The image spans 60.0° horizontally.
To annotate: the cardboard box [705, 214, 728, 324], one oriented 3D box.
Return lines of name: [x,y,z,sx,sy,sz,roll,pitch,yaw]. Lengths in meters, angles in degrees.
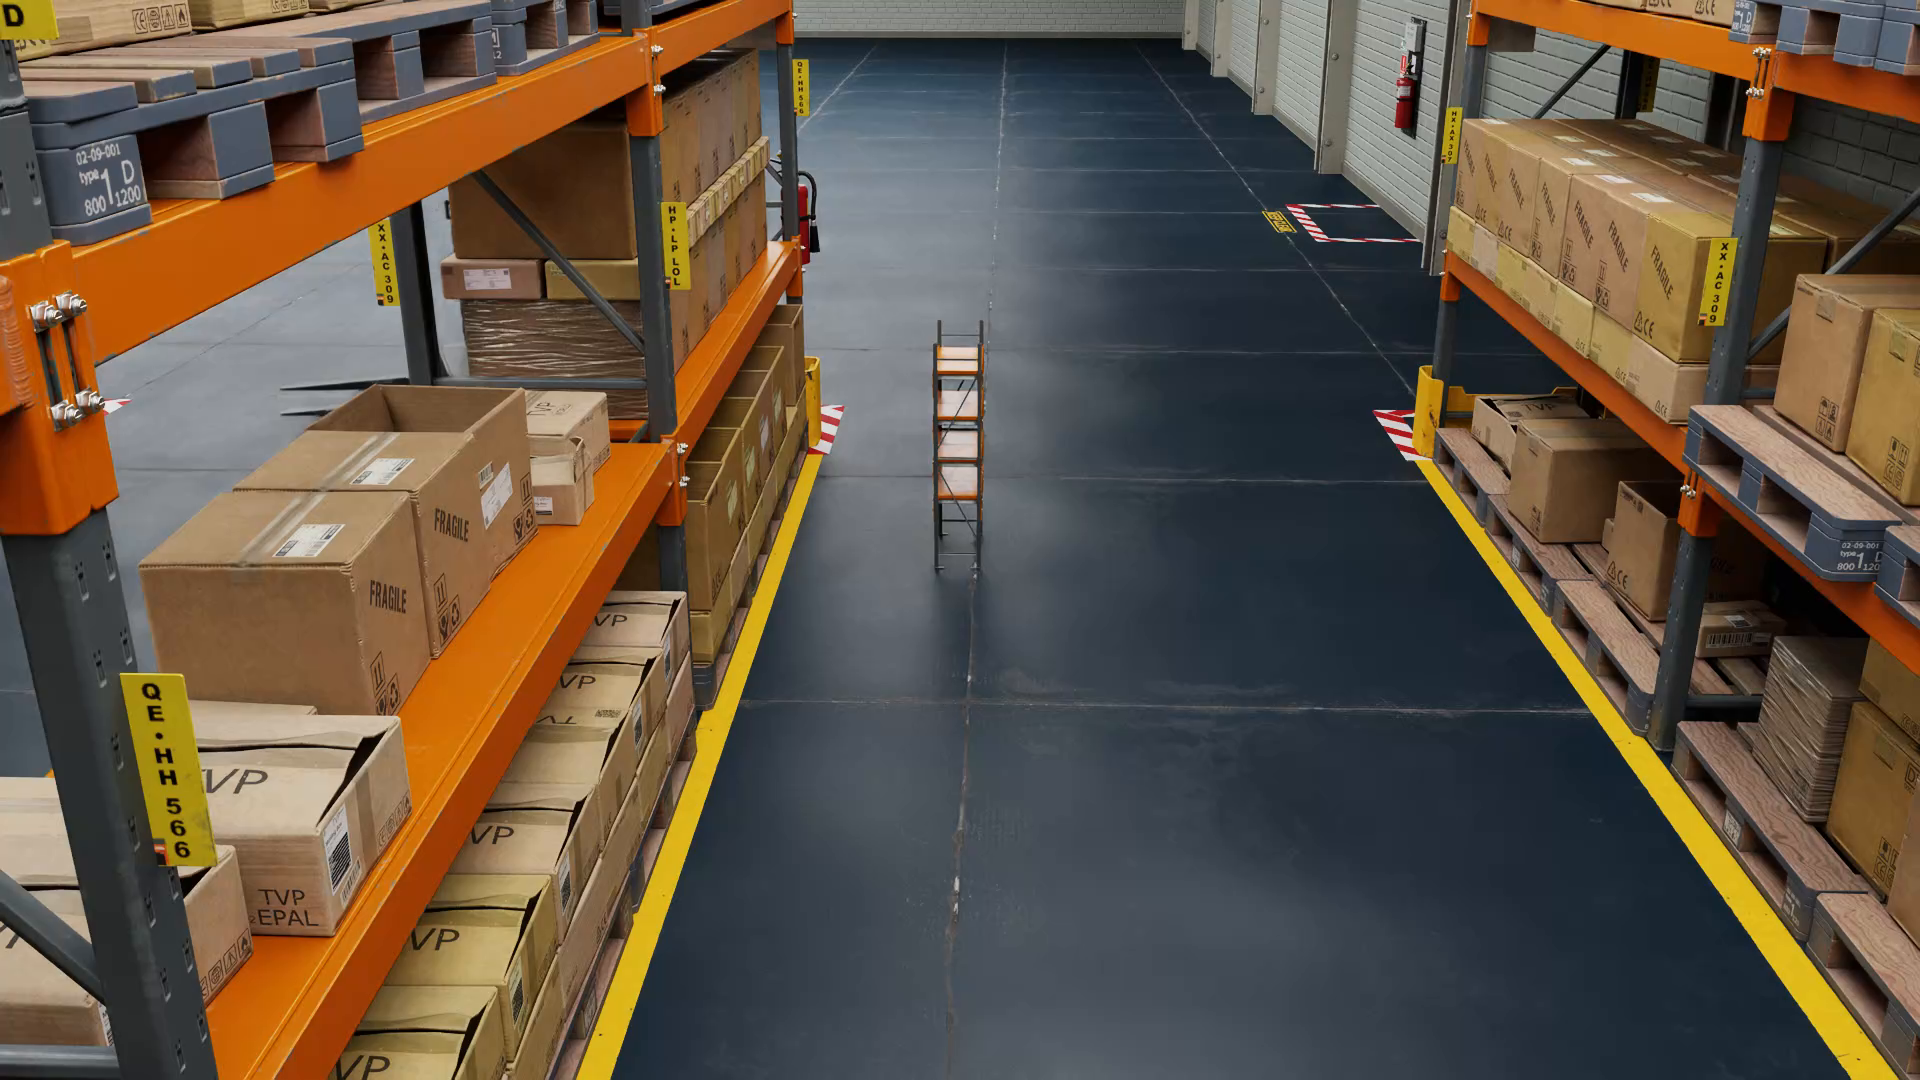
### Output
cardboard box: [-1.558,-1.362,8.255,0.700,0.500,0.500,1,21,3]

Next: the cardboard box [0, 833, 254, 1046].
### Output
cardboard box: [-1.675,0.759,3.049,0.500,0.311,0.500,2,21,5]

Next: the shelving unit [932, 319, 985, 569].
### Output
shelving unit: [-0.005,-0.500,8.658,0.258,1.200,0.503,1,21,2]

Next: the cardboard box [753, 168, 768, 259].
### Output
cardboard box: [-1.514,-1.922,9.697,0.700,0.500,0.500,1,21,2]

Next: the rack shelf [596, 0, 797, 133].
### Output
rack shelf: [-1.548,-2.384,7.874,1.077,0.370,4.000,1,21,2]

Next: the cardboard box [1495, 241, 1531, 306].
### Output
cardboard box: [3.109,-1.385,8.632,0.500,0.250,0.500,0,21,1]

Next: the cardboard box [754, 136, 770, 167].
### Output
cardboard box: [-1.308,-2.253,9.653,0.380,0.149,0.250,0,21,1]

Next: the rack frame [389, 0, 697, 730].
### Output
rack frame: [-1.609,-0.598,6.423,1.000,3.000,0.127,1,21,2]

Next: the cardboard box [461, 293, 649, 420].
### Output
cardboard box: [-1.601,-0.805,6.818,0.700,0.500,0.500,0,21,0]

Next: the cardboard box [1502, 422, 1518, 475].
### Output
cardboard box: [3.336,-0.487,9.246,0.500,0.311,0.500,2,21,6]

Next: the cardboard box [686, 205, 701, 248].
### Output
cardboard box: [-1.377,-1.411,7.484,0.380,0.149,0.250,0,21,0]

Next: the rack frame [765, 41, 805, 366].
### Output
rack frame: [-1.487,-2.044,10.150,1.000,3.000,0.127,1,21,2]

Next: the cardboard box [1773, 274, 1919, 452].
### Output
cardboard box: [3.293,-0.613,5.715,0.700,0.500,0.500,1,21,2]

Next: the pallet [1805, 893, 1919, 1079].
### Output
pallet: [3.286,1.479,4.925,1.003,0.211,1.213,1,21,2]

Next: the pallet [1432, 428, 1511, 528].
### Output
pallet: [3.402,-0.370,9.691,1.003,0.211,1.213,1,21,2]

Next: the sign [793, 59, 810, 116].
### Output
sign: [-0.945,-2.683,9.869,0.100,0.325,0.005,1,21,2]

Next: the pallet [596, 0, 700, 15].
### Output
pallet: [-1.608,-2.264,6.692,1.003,0.211,1.213,1,21,2]

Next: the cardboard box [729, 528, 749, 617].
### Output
cardboard box: [-1.271,0.143,7.733,0.500,0.250,0.500,1,21,2]

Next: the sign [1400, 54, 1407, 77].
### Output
sign: [4.724,-5.006,17.735,0.001,0.329,0.234,1,21,2]

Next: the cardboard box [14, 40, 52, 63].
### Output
cardboard box: [-1.773,-0.840,2.528,0.500,0.250,0.500,-1,21,-2]

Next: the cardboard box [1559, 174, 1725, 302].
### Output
cardboard box: [3.084,-1.370,7.557,0.500,0.500,0.500,0,21,0]

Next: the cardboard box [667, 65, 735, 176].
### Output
cardboard box: [-1.541,-2.135,8.453,0.700,0.500,0.500,1,21,2]

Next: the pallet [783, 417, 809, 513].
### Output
pallet: [-1.468,-0.467,9.941,1.003,0.211,1.213,1,21,2]

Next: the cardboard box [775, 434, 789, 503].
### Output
cardboard box: [-1.224,-0.399,9.131,0.500,0.250,0.500,1,21,2]

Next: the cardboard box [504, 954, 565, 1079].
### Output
cardboard box: [-1.396,1.379,4.549,0.500,0.250,0.500,0,21,0]

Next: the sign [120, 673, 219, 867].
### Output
sign: [-1.187,0.348,2.494,0.100,0.325,0.005,1,21,2]

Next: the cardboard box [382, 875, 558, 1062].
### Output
cardboard box: [-1.395,1.113,4.460,0.500,0.311,0.500,0,21,0]

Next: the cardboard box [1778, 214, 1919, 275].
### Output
cardboard box: [3.566,-1.001,6.606,0.500,0.500,0.500,0,21,0]

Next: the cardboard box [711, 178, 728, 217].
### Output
cardboard box: [-1.353,-1.692,8.208,0.380,0.149,0.250,0,21,1]

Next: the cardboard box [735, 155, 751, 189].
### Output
cardboard box: [-1.332,-1.975,8.937,0.380,0.149,0.250,1,21,2]

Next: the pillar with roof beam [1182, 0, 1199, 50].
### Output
pillar with roof beam: [0.917,-15.419,36.329,9.100,9.000,0.400,1,21,2]

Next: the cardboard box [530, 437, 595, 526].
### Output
cardboard box: [-1.452,-0.215,5.623,0.396,0.266,0.258,0,21,0]

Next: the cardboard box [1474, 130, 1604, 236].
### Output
cardboard box: [3.125,-1.932,9.004,0.500,0.500,0.500,1,21,2]

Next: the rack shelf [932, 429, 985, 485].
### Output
rack shelf: [-0.005,-0.437,8.682,0.258,0.148,0.480,1,21,2]

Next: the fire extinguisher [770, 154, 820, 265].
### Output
fire extinguisher: [-1.019,-2.046,10.261,0.296,0.674,0.183,1,21,2]

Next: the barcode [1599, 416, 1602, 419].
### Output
barcode: [3.753,-0.687,9.748,0.001,0.075,0.075,1,21,2]

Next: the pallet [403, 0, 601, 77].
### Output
pallet: [-1.622,-1.588,5.092,0.805,0.209,1.217,0,21,-1]

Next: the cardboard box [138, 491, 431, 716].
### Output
cardboard box: [-1.695,0.195,4.241,0.500,0.500,0.500,0,21,-1]

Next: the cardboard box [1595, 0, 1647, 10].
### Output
cardboard box: [3.118,-2.568,7.187,0.500,0.500,0.500,0,21,0]

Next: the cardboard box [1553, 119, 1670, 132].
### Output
cardboard box: [3.663,-2.107,9.456,0.500,0.500,0.500,0,21,1]

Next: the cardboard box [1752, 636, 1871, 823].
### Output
cardboard box: [3.337,0.682,5.972,0.700,0.500,0.500,1,21,3]

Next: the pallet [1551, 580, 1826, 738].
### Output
pallet: [3.328,0.512,7.417,1.003,0.211,1.213,1,21,2]

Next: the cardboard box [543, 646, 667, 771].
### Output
cardboard box: [-1.344,0.565,5.872,0.500,0.311,0.500,1,21,3]

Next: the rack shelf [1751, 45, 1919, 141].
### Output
rack shelf: [3.282,-0.884,4.010,1.077,0.370,4.000,1,21,2]

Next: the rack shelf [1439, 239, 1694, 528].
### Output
rack shelf: [3.404,-0.932,8.280,1.077,0.370,4.000,1,21,2]

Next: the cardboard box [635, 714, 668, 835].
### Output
cardboard box: [-1.349,0.824,5.978,0.500,0.250,0.500,0,21,1]

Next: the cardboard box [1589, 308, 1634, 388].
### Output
cardboard box: [3.078,-0.839,7.223,0.500,0.250,0.500,1,21,2]

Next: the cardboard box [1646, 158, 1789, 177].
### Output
cardboard box: [3.611,-1.556,8.036,0.500,0.500,0.500,1,21,2]

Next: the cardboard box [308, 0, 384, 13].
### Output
cardboard box: [-1.728,-1.431,4.051,0.500,0.250,0.500,-1,21,-3]

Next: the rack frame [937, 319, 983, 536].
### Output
rack frame: [0.002,-0.588,8.885,0.240,1.200,0.015,1,21,2]

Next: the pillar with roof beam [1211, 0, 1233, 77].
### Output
pillar with roof beam: [0.735,-13.250,30.738,9.100,9.000,0.400,1,21,2]

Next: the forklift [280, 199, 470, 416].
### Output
forklift: [-2.972,-2.253,10.784,3.031,2.935,1.130,-8,23,-19]

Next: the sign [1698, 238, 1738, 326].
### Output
sign: [2.800,-0.951,6.137,0.100,0.325,0.005,1,21,2]

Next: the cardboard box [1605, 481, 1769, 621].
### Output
cardboard box: [3.335,0.040,7.627,0.500,0.500,0.500,-1,21,-2]

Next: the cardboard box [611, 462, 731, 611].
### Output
cardboard box: [-1.281,-0.025,7.132,0.500,0.500,0.500,1,21,2]

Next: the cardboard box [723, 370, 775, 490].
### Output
cardboard box: [-1.238,-0.568,8.530,0.500,0.500,0.500,1,21,2]

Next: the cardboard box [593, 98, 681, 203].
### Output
cardboard box: [-1.587,-1.592,7.055,0.700,0.500,0.500,1,21,1]
